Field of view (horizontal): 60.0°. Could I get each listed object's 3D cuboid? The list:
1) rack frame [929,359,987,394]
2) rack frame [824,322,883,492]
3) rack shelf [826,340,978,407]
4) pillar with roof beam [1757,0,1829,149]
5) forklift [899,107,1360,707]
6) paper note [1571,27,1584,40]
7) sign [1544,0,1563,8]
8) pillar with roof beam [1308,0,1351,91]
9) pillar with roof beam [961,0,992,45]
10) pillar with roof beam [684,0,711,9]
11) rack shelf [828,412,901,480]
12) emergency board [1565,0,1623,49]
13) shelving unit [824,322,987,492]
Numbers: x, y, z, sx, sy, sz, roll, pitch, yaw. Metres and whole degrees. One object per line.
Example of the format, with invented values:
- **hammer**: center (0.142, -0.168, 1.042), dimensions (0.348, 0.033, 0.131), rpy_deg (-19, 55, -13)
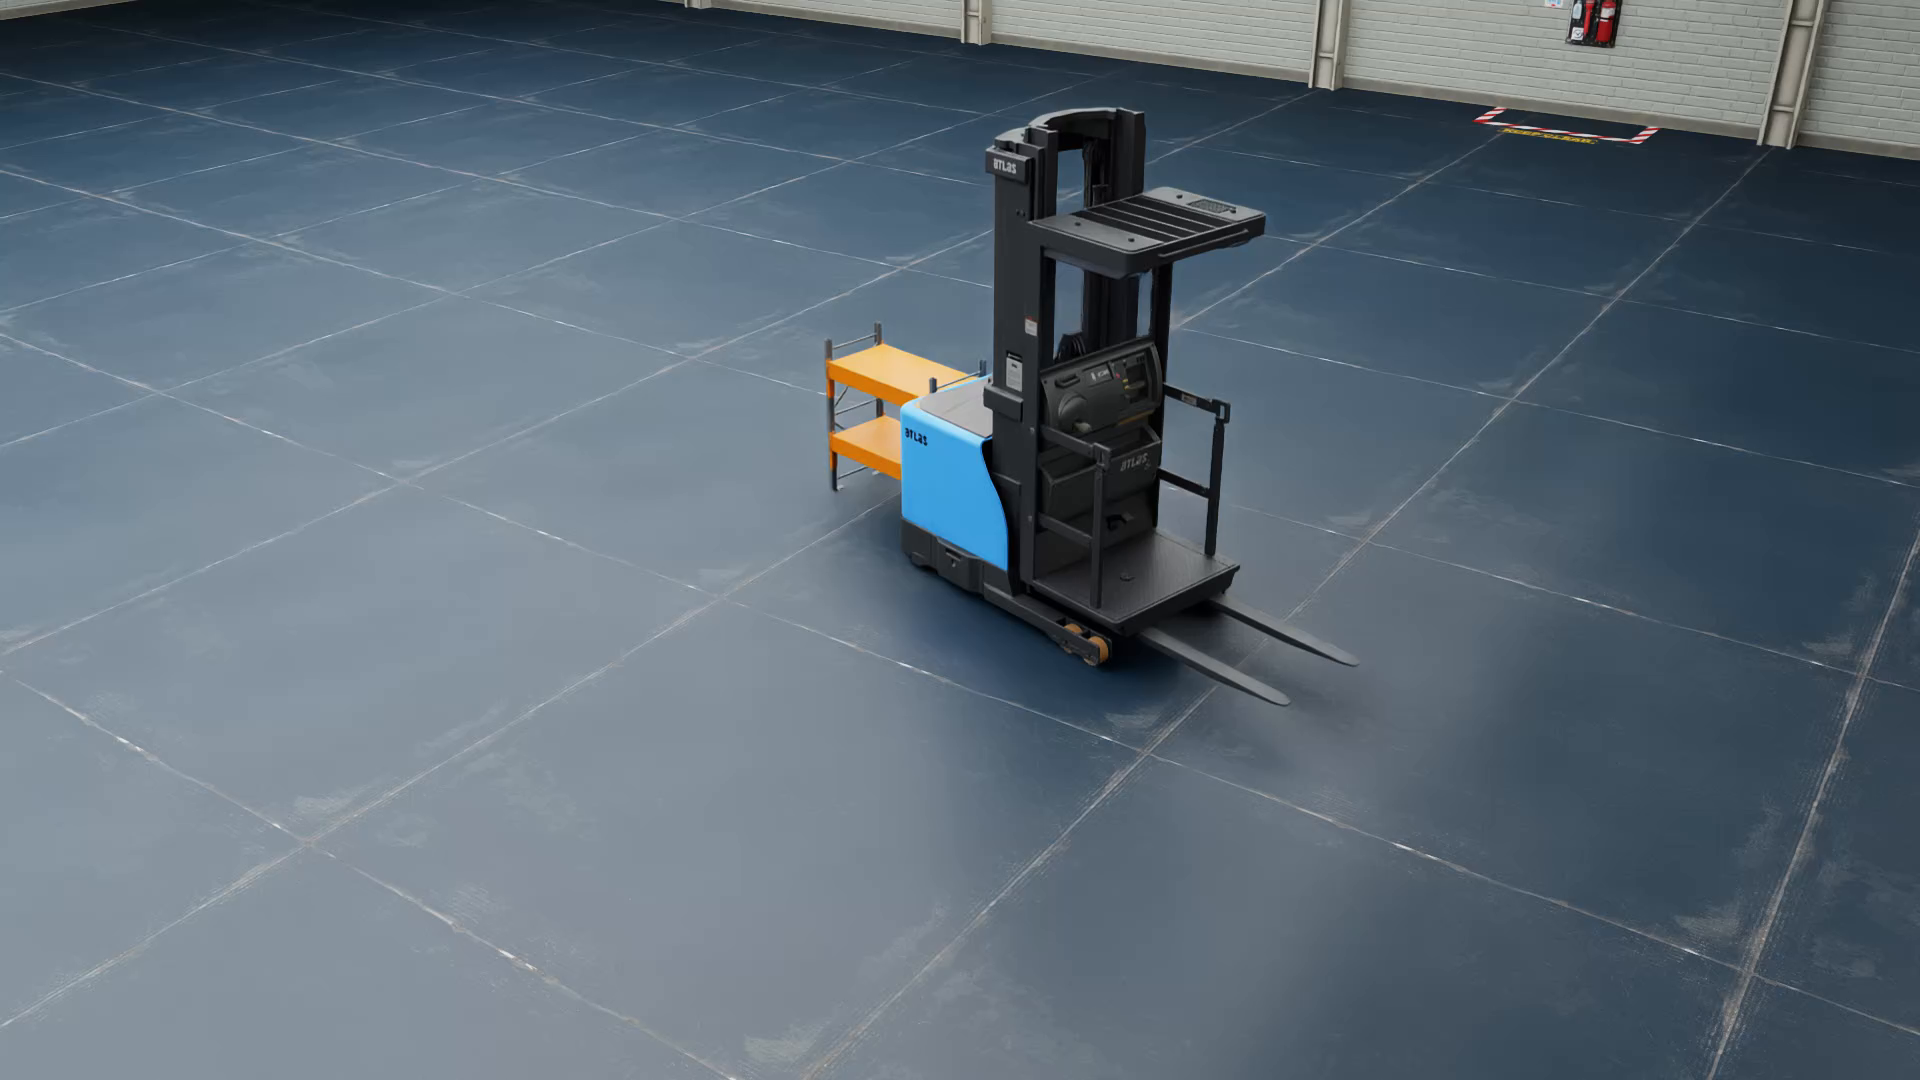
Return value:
- **rack frame**: center (-0.010, -0.600, 10.963), dimensions (0.032, 1.125, 0.500), rpy_deg (24, 36, 39)
- **rack frame**: center (-0.730, -0.926, 11.603), dimensions (0.032, 1.125, 0.500), rpy_deg (24, 36, 39)
- **rack shelf**: center (-0.370, -1.024, 11.151), dimensions (1.000, 0.278, 0.538), rpy_deg (24, 36, 39)
- **pillar with roof beam**: center (7.720, -7.322, 15.491), dimensions (0.400, 9.000, 9.100), rpy_deg (17, 32, 30)
- **forklift**: center (0.965, -0.843, 9.448), dimensions (1.130, 2.935, 3.031), rpy_deg (-22, 34, -36)
- **paper note**: center (8.035, -6.586, 21.629), dimensions (0.142, 0.148, 0.016), rpy_deg (17, 32, 30)
- **sign**: center (7.745, -7.104, 21.636), dimensions (0.234, 0.329, 0.001), rpy_deg (17, 32, 30)
- **pillar with roof beam**: center (2.774, -8.863, 18.518), dimensions (0.400, 9.000, 9.100), rpy_deg (17, 32, 30)
- **pillar with roof beam**: center (-2.172, -10.404, 21.546), dimensions (0.400, 9.000, 9.100), rpy_deg (17, 32, 30)
- **pillar with roof beam**: center (-7.117, -11.945, 24.574), dimensions (0.400, 9.000, 9.100), rpy_deg (17, 32, 30)
- **rack shelf**: center (-0.370, -0.545, 11.394), dimensions (1.000, 0.278, 0.538), rpy_deg (24, 36, 39)
- **emergency board**: center (8.142, -6.907, 21.289), dimensions (0.643, 1.169, 0.194), rpy_deg (17, 32, 30)
- **shelving unit**: center (-0.370, -0.763, 11.283), dimensions (1.048, 1.125, 0.538), rpy_deg (24, 36, 39)
